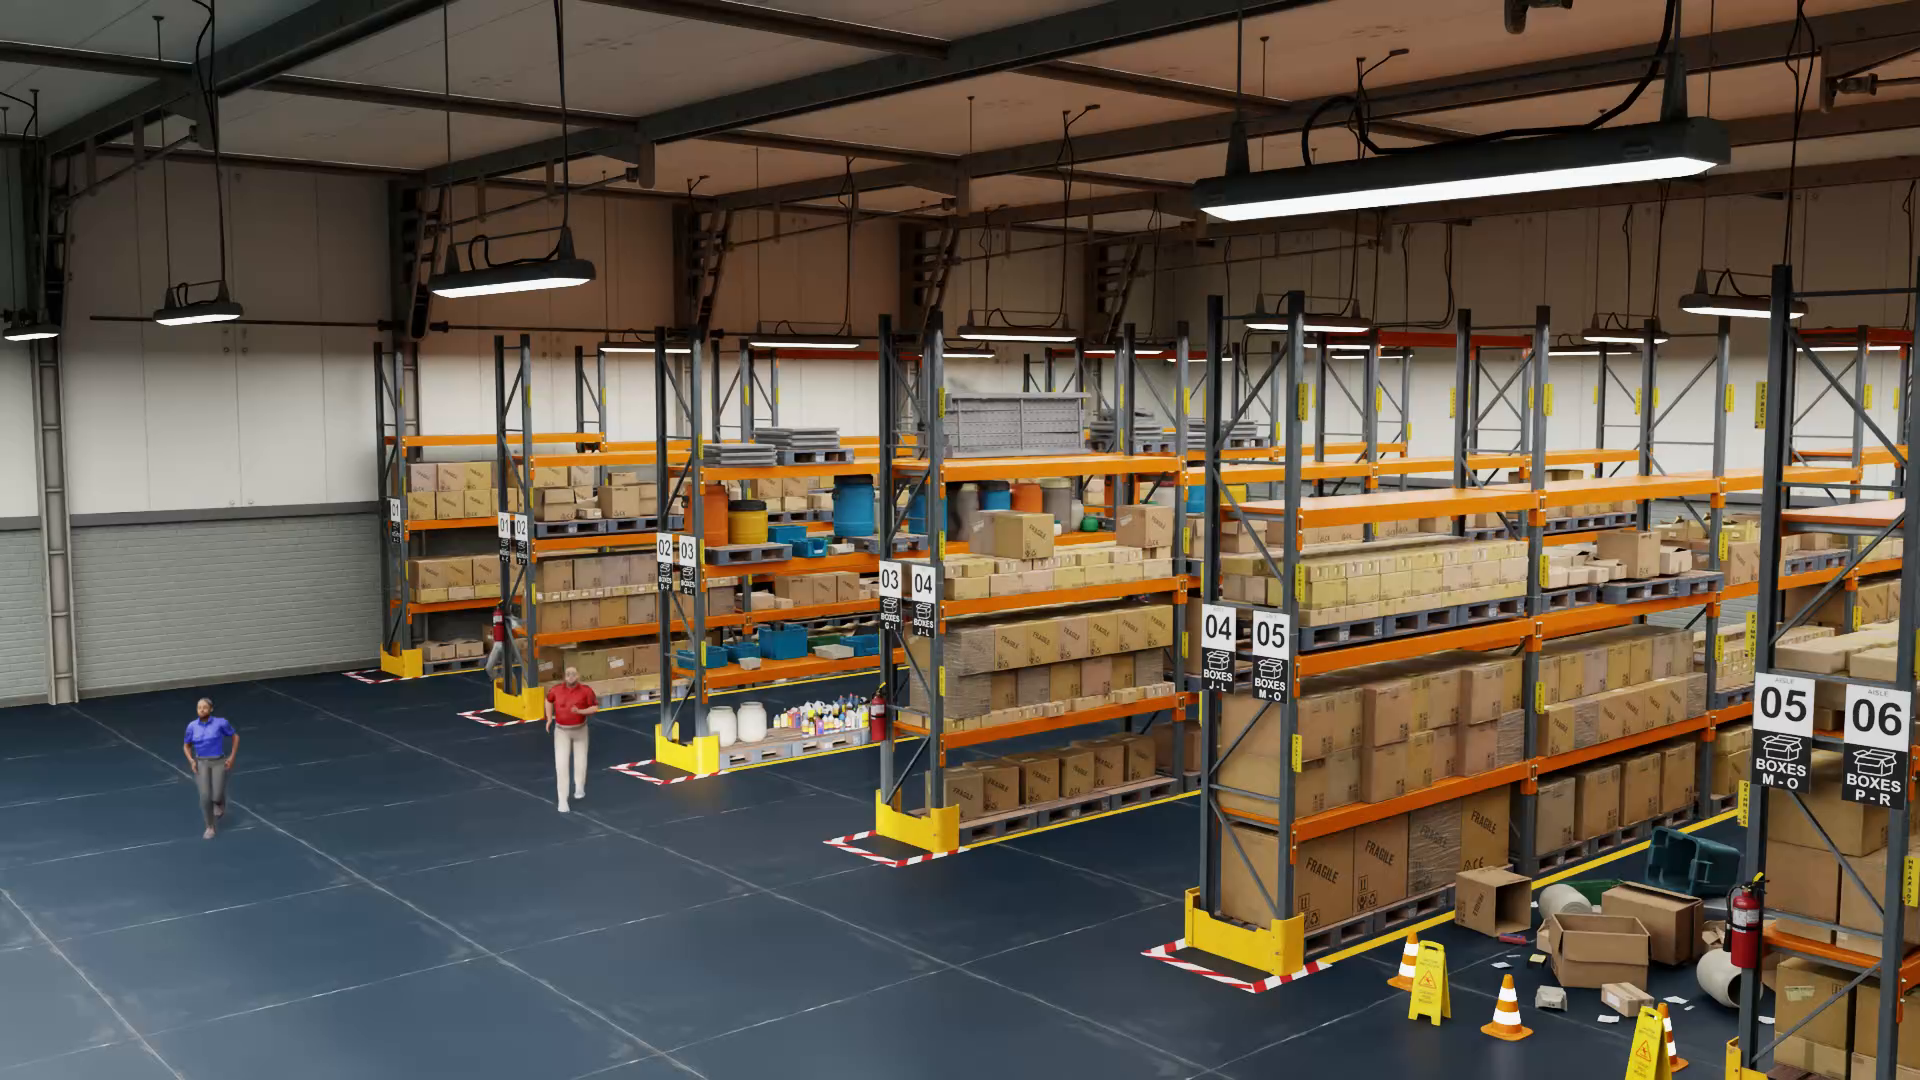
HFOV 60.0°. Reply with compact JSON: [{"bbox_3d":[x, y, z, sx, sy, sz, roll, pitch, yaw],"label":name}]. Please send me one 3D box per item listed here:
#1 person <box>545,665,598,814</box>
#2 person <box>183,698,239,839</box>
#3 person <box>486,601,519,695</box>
[{"bbox_3d":[-4.805,2.432,20.594,0.639,1.790,0.807,-1,5,-13],"label":"person"},{"bbox_3d":[-8.663,2.621,19.242,0.584,1.625,0.613,-1,5,-14],"label":"person"},{"bbox_3d":[-7.612,1.815,27.664,0.584,1.700,0.601,4,7,40],"label":"person"}]
